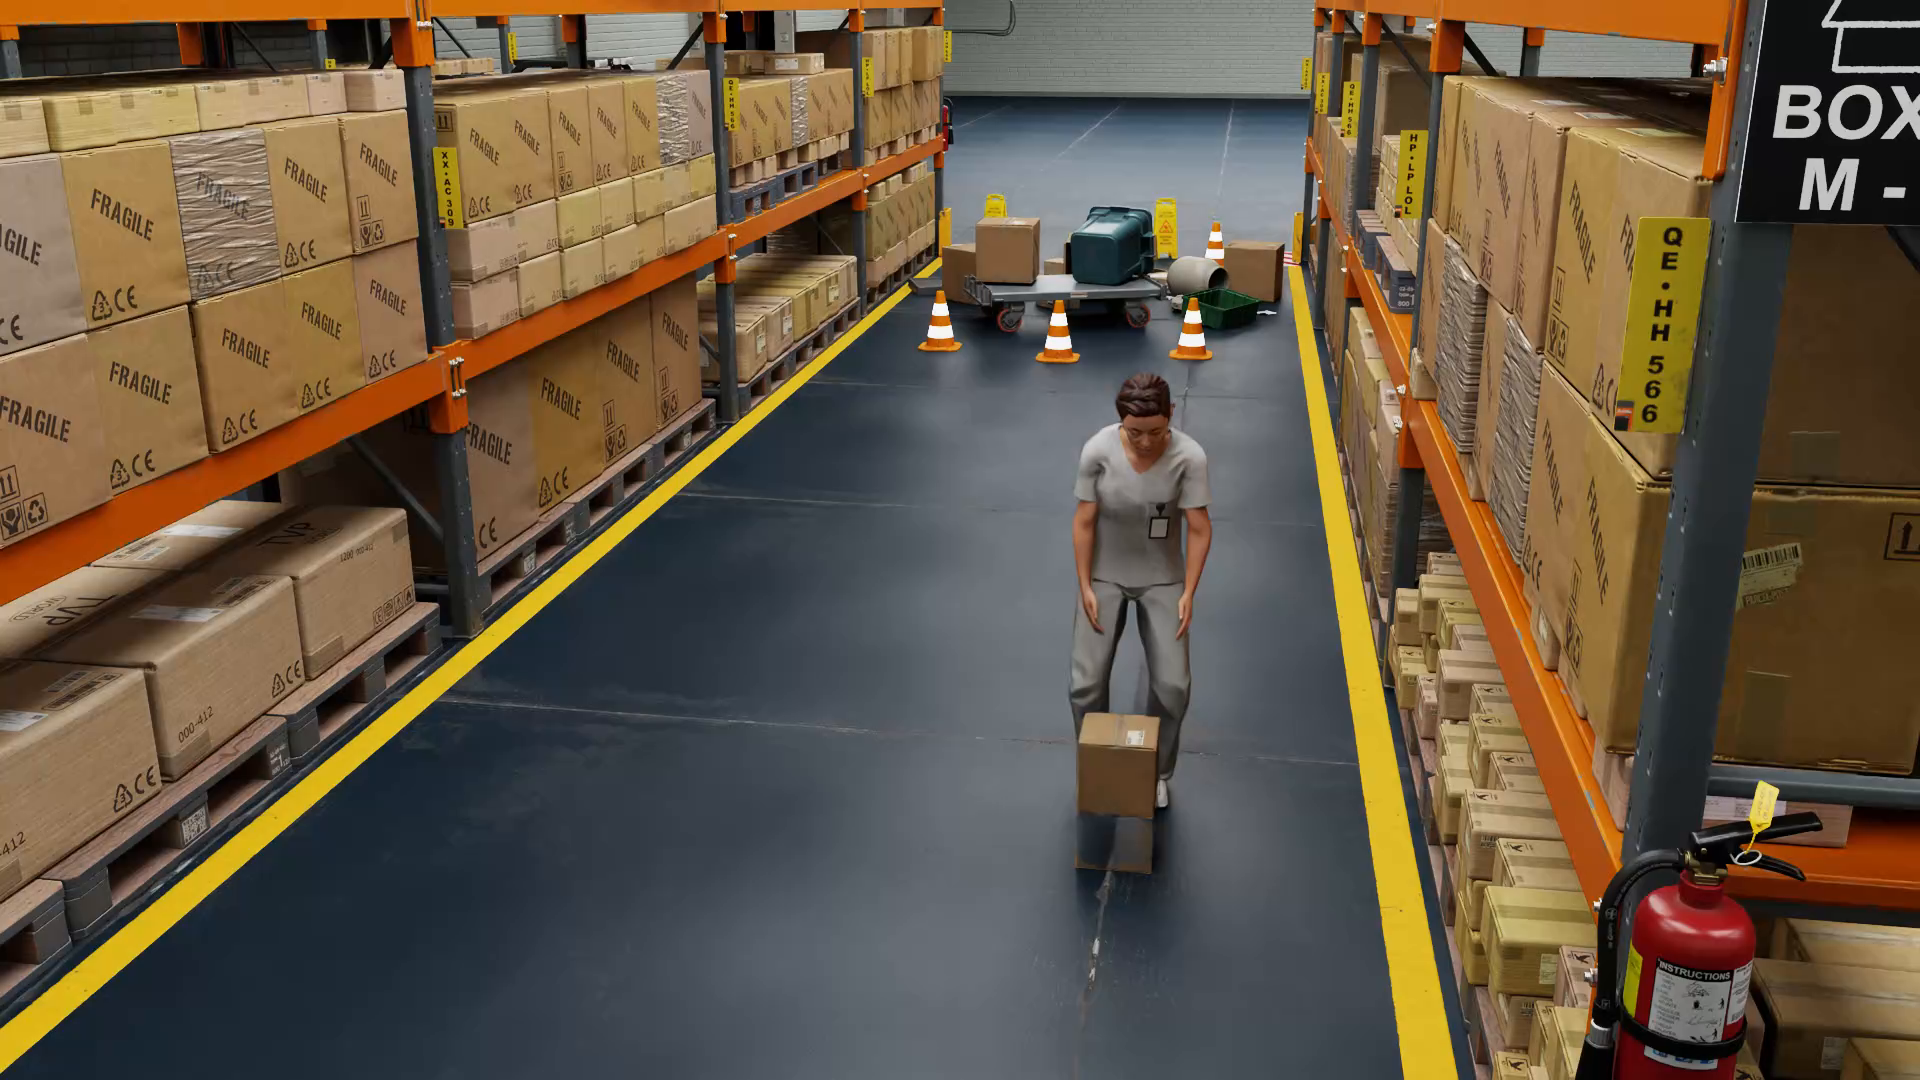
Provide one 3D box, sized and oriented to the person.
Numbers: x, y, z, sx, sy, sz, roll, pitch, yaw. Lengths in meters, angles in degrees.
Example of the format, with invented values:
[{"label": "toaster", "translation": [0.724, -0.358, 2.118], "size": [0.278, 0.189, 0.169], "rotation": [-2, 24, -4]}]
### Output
[{"label": "person", "translation": [0.618, 0.168, 5.718], "size": [0.475, 1.573, 0.467], "rotation": [3, 18, 10]}]
